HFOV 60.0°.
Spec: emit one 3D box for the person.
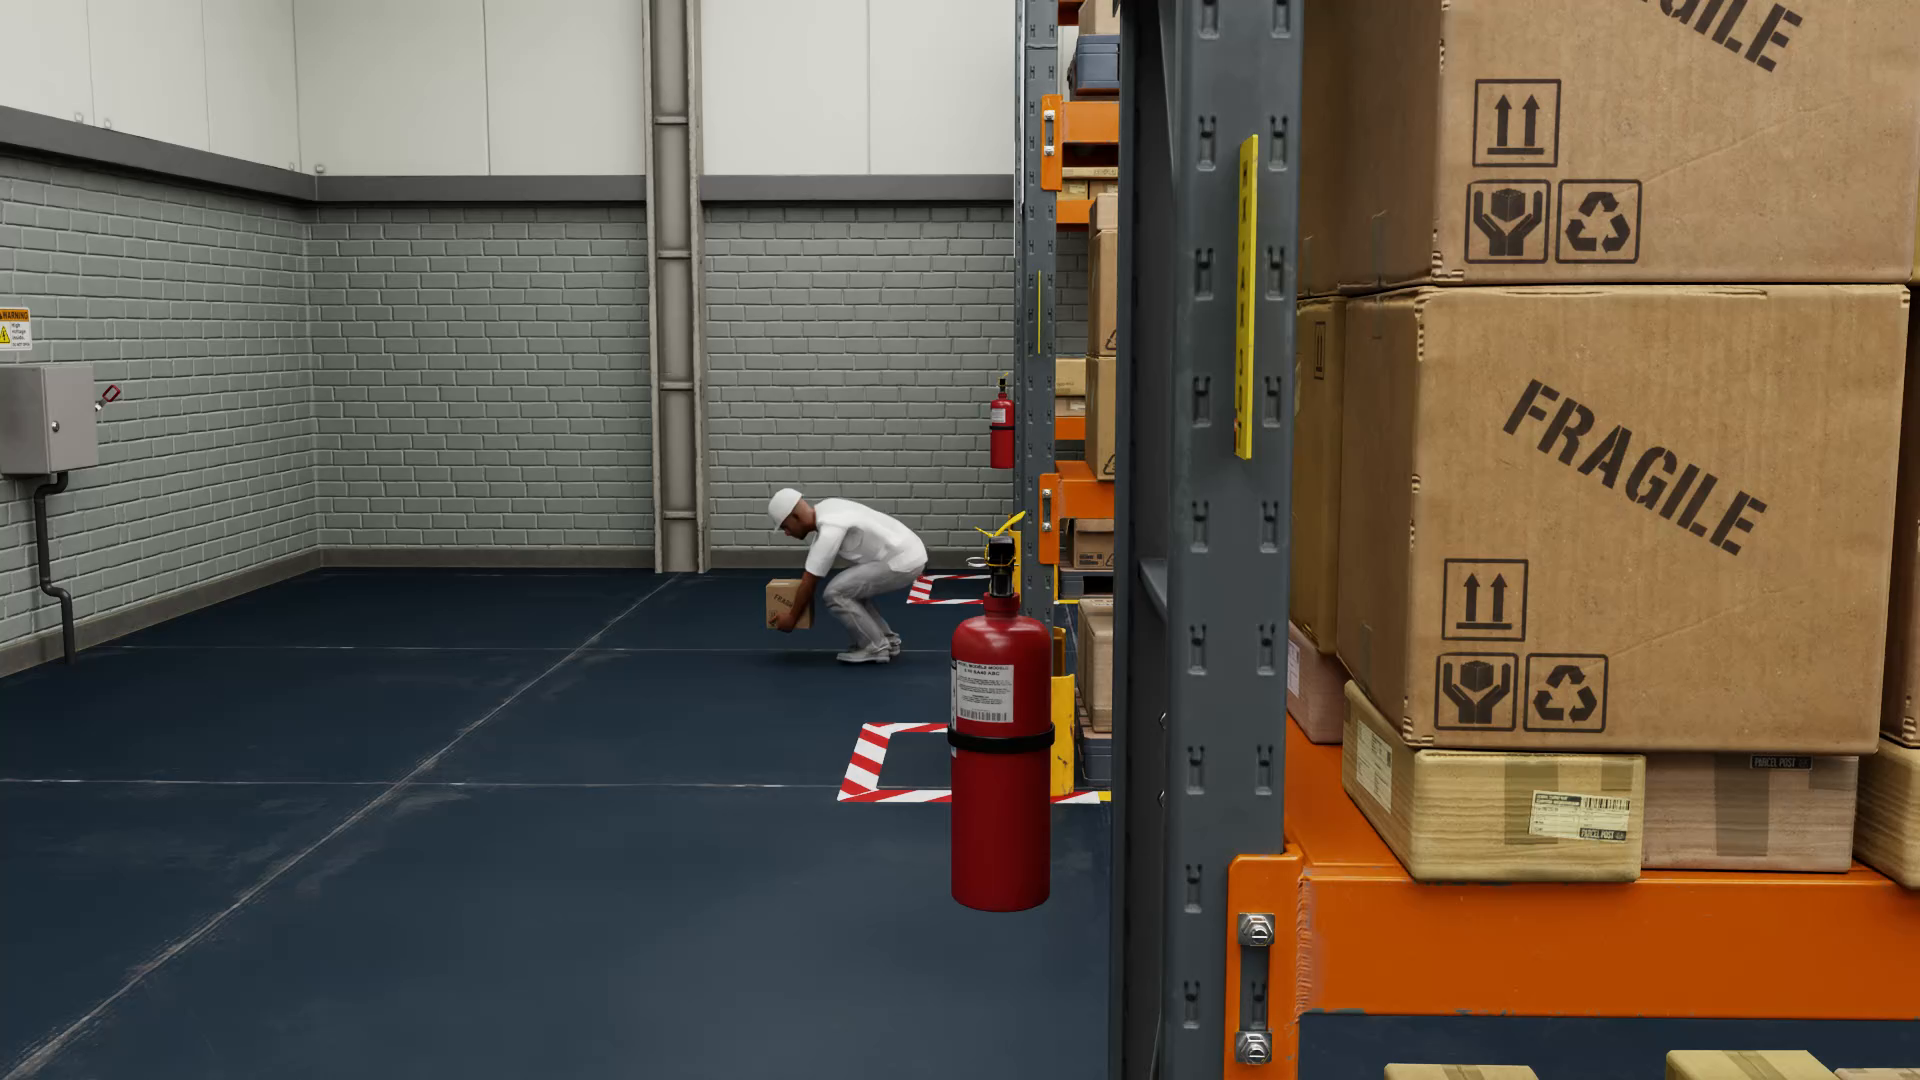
[{"bbox_3d":[-0.645,0.202,9.630,0.919,1.008,0.532,0,7,0],"label":"person"}]
